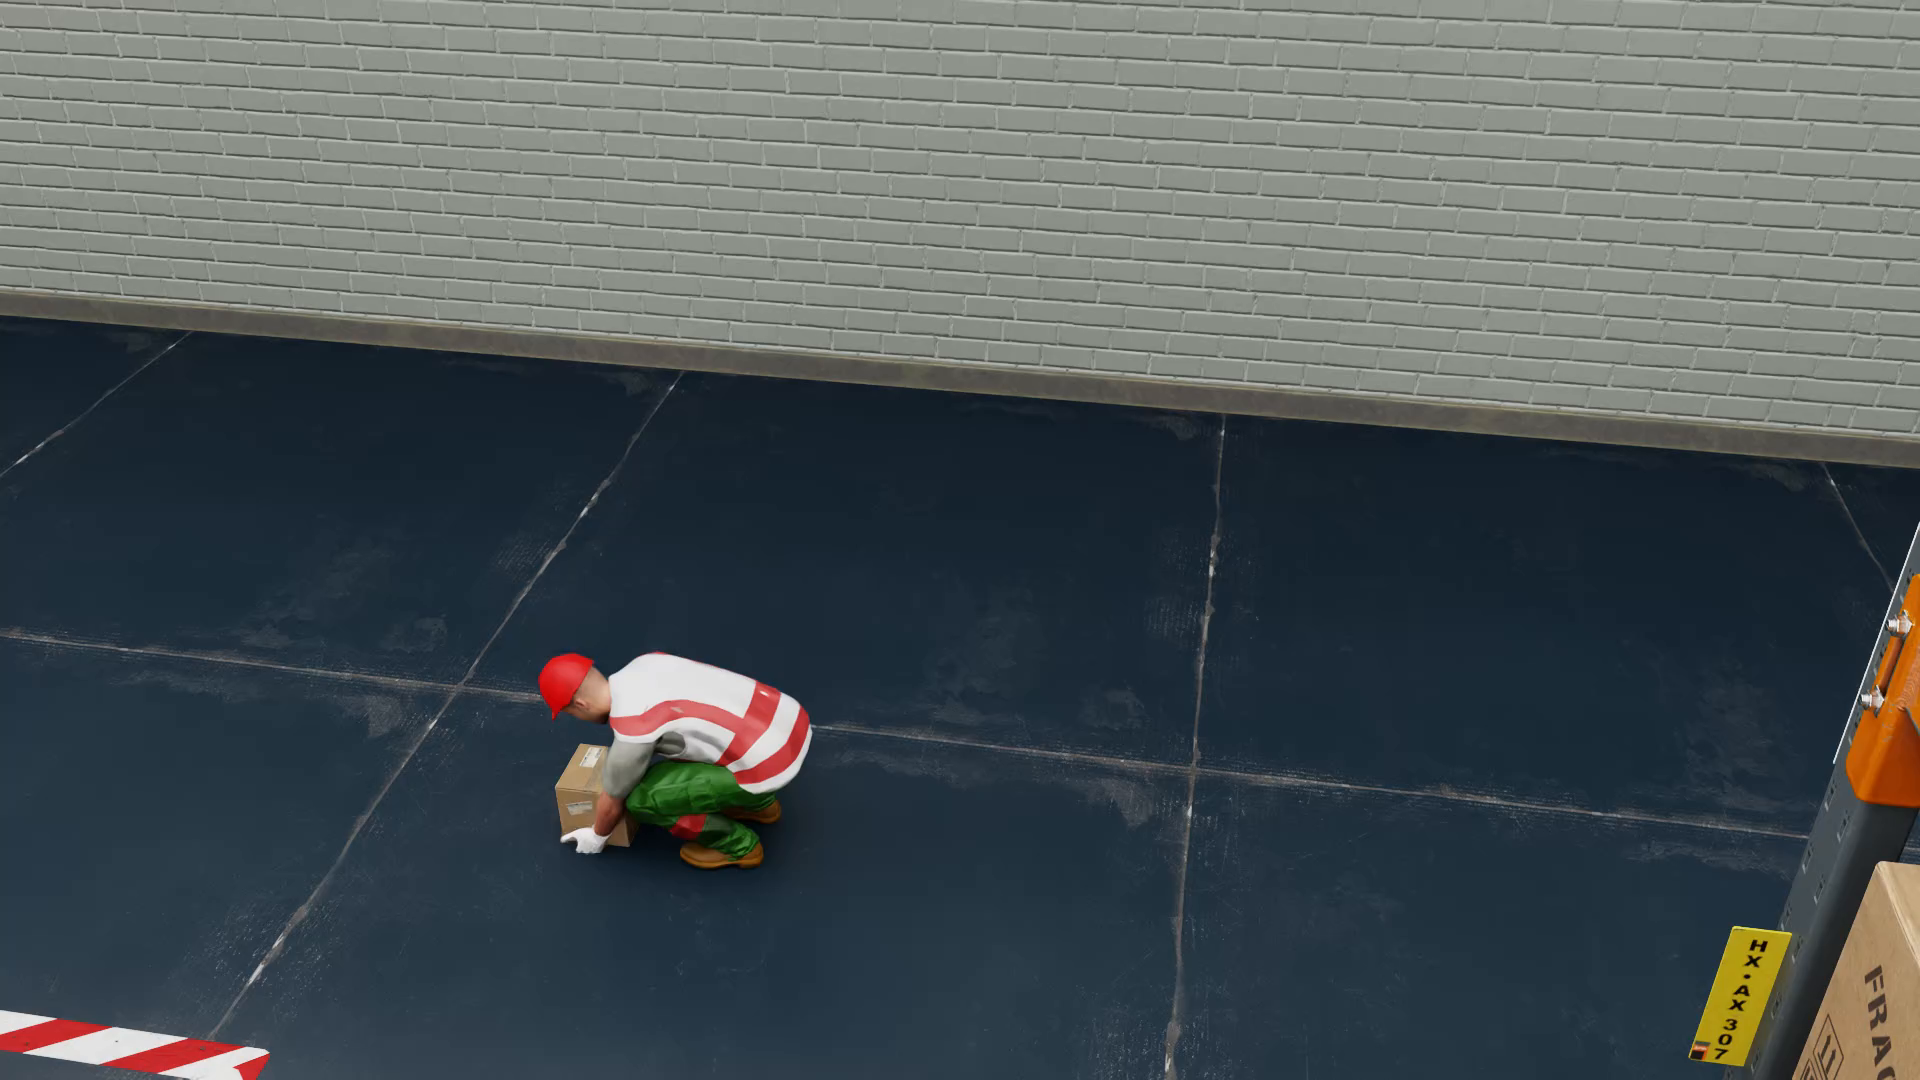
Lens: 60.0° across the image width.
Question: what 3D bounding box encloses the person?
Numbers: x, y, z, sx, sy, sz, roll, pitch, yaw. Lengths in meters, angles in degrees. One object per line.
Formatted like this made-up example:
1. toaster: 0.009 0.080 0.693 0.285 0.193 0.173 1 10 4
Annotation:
1. person: -0.993 0.776 5.907 0.921 0.866 0.544 5 32 8
